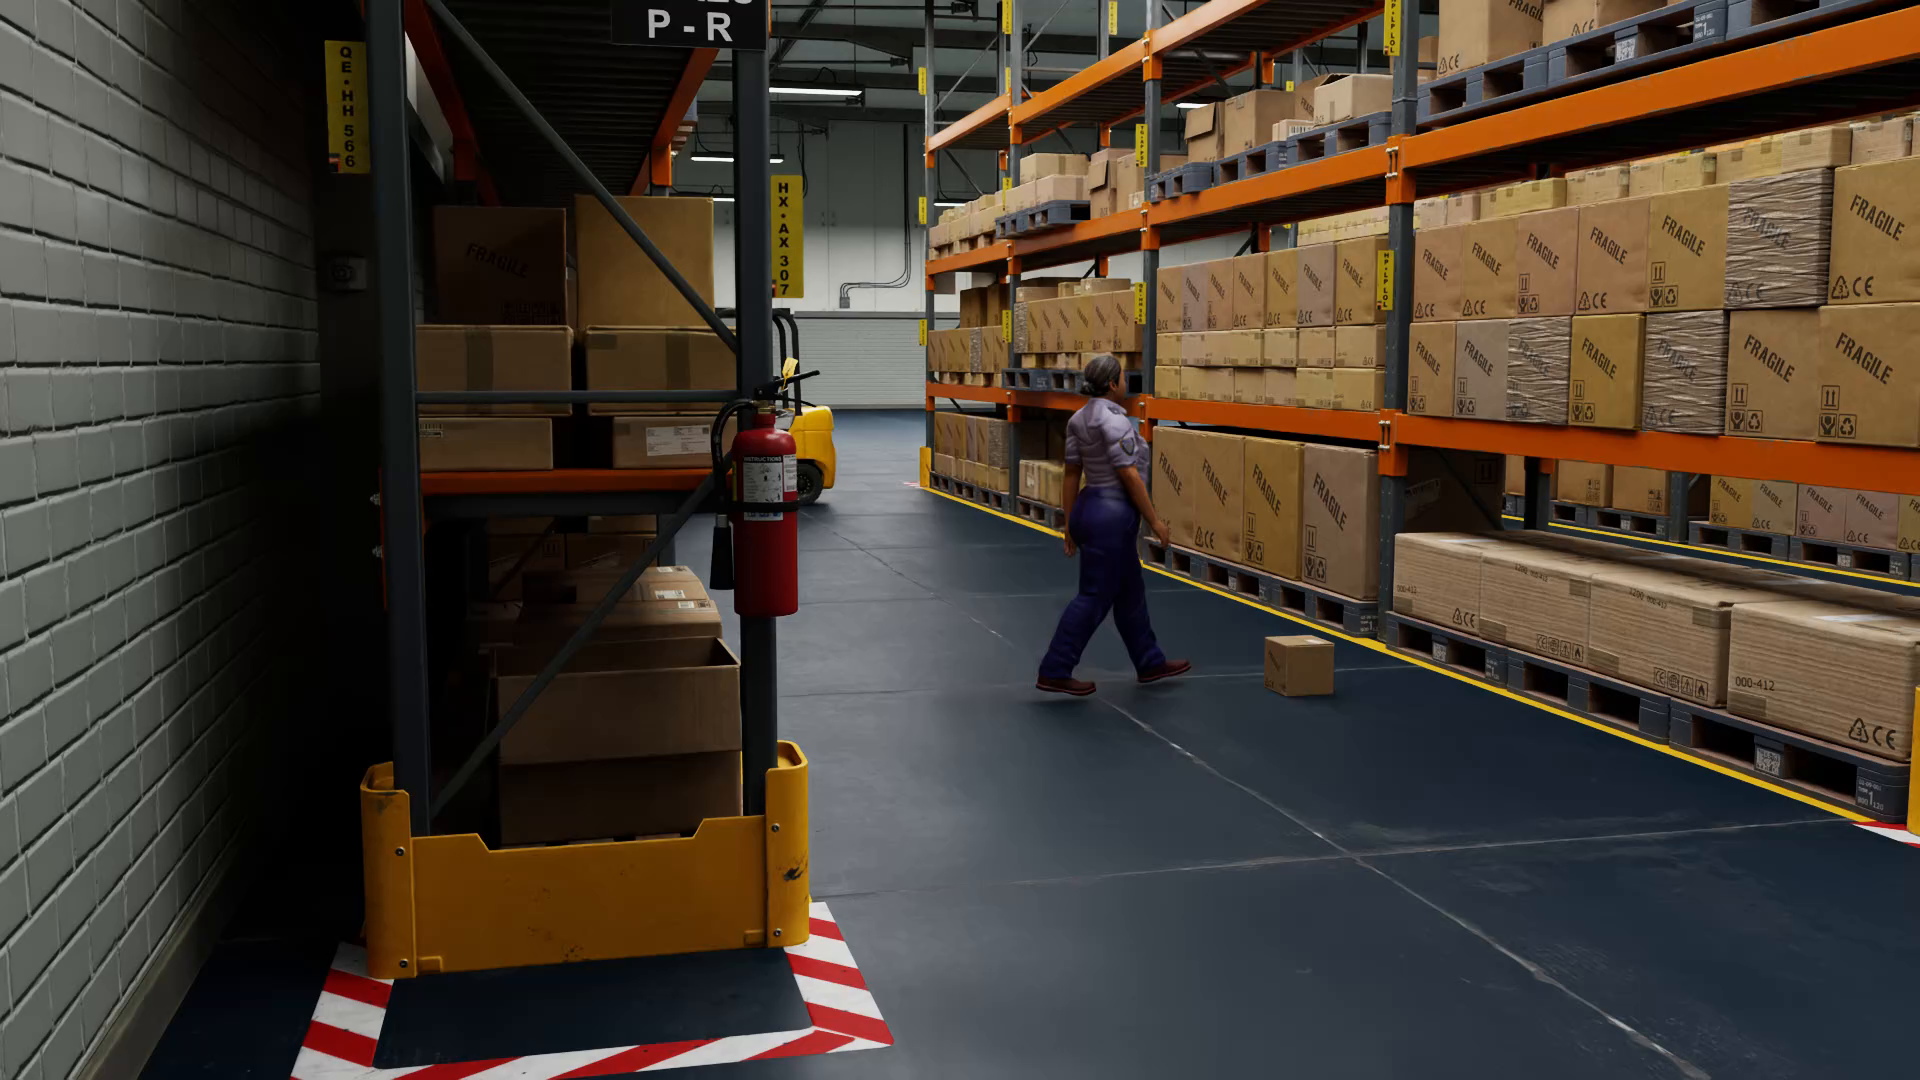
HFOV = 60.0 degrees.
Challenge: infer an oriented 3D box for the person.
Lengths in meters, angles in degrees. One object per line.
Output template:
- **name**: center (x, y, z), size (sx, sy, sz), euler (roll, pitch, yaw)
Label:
- **person**: center (0.769, -0.076, 7.925), size (0.903, 1.604, 0.484), euler (-2, 7, -17)
